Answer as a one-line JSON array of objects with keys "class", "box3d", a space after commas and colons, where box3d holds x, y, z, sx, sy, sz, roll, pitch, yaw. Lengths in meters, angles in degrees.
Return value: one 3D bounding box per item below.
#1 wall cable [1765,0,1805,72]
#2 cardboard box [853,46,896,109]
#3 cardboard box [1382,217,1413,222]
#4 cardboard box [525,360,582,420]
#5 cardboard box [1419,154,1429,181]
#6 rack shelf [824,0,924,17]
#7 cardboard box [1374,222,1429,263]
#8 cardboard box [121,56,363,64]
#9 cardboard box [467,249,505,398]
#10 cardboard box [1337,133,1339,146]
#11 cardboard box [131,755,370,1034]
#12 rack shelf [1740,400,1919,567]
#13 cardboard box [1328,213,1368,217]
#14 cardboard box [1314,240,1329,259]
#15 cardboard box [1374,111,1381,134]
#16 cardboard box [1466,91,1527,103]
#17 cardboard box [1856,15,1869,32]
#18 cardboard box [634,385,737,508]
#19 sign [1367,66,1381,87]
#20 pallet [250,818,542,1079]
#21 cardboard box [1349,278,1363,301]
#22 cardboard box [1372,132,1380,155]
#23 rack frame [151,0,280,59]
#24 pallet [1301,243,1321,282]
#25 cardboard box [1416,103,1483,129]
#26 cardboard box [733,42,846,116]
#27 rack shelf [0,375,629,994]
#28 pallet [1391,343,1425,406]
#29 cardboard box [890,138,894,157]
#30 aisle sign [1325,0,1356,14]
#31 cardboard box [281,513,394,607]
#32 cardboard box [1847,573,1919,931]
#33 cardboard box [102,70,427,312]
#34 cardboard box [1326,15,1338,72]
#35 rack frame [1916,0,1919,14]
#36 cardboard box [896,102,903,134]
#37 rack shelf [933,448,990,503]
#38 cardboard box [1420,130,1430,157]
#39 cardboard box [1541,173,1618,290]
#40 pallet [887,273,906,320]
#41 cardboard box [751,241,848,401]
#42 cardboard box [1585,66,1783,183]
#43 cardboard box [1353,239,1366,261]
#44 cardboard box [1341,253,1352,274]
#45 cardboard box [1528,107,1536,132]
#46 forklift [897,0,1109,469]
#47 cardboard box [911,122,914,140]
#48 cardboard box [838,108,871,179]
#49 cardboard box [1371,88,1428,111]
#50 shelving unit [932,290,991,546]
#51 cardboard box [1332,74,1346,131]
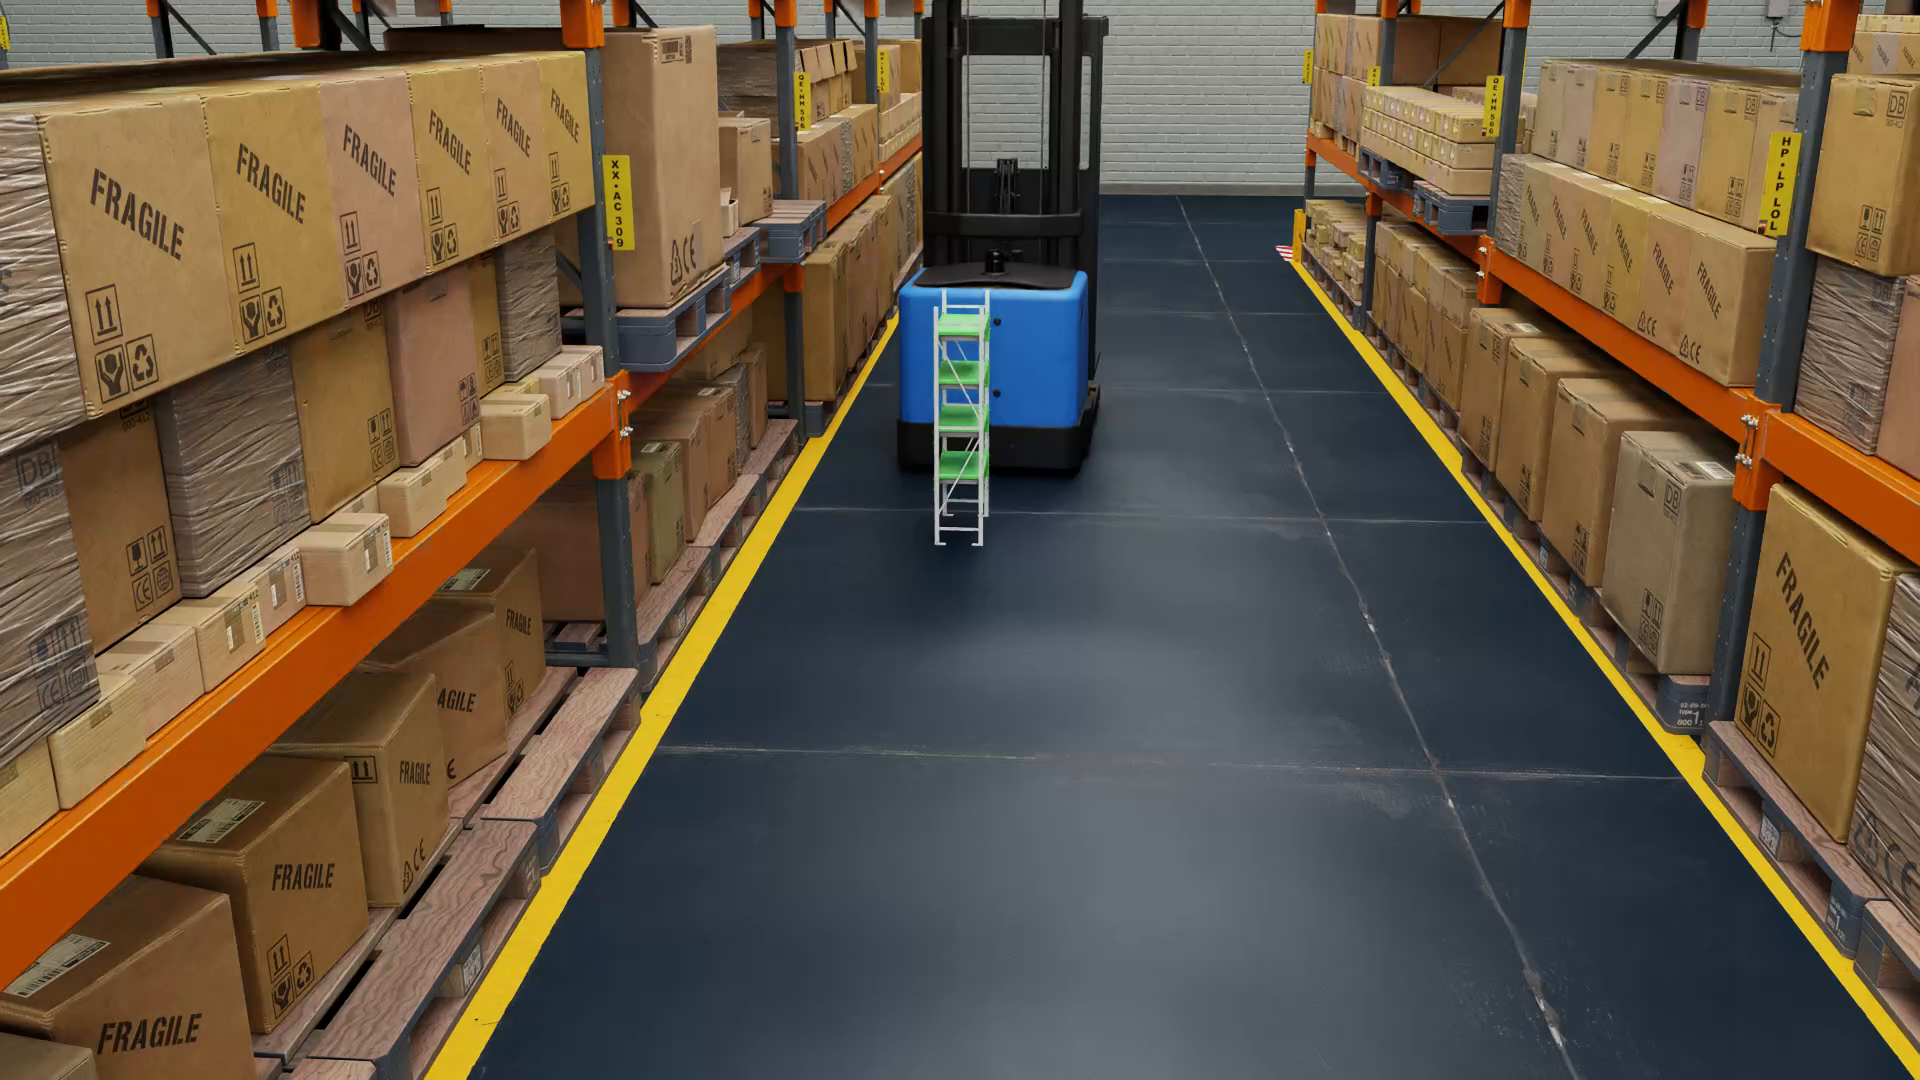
[{"class": "wall cable", "box3d": [10.805, -6.487, 21.770, 0.588, 1.984, 0.122, 1, 18, 4]}, {"class": "cardboard box", "box3d": [-0.831, -3.981, 14.315, 0.500, 0.500, 0.500, 1, 18, 4]}, {"class": "cardboard box", "box3d": [4.136, -2.914, 15.446, 0.380, 0.149, 0.250, 1, 18, 2]}, {"class": "cardboard box", "box3d": [-1.486, -0.504, 5.548, 0.380, 0.149, 0.250, 1, 18, 4]}, {"class": "cardboard box", "box3d": [3.126, -2.353, 10.514, 0.380, 0.149, 0.250, 1, 18, 3]}, {"class": "rack shelf", "box3d": [-1.020, -4.964, 15.092, 1.077, 0.370, 4.000, 1, 18, 4]}, {"class": "cardboard box", "box3d": [3.460, -2.261, 12.643, 0.500, 0.250, 0.500, 0, 18, 1]}, {"class": "cardboard box", "box3d": [-2.057, -1.149, 4.868, 0.500, 0.500, 0.500, 1, 18, 4]}, {"class": "cardboard box", "box3d": [-1.902, -0.670, 5.013, 0.875, 0.500, 0.500, 1, 18, 4]}, {"class": "cardboard box", "box3d": [3.652, -3.661, 15.182, 0.380, 0.149, 0.250, 2, 18, 6]}, {"class": "cardboard box", "box3d": [-1.889, 0.882, 4.253, 0.500, 0.500, 0.500, 3, 18, 9]}, {"class": "rack shelf", "box3d": [3.060, 0.331, 3.752, 1.077, 0.370, 4.000, 1, 18, 4]}, {"class": "cardboard box", "box3d": [3.677, -3.003, 15.719, 0.380, 0.149, 0.250, 2, 18, 6]}, {"class": "cardboard box", "box3d": [3.631, -2.811, 16.089, 0.380, 0.149, 0.250, 2, 18, 5]}, {"class": "cardboard box", "box3d": [3.255, -3.066, 12.213, 0.380, 0.149, 0.250, 2, 18, 5]}, {"class": "cardboard box", "box3d": [3.904, -3.187, 12.106, 0.380, 0.149, 0.250, 1, 18, 2]}, {"class": "cardboard box", "box3d": [8.626, -4.846, 15.586, 0.380, 0.149, 0.250, 2, 18, 6]}, {"class": "cardboard box", "box3d": [-1.539, -0.481, 8.380, 0.700, 0.500, 0.500, 3, 18, 9]}, {"class": "sign", "box3d": [3.235, -3.538, 13.013, 0.100, 0.325, 0.005, 1, 18, 4]}, {"class": "pallet", "box3d": [-1.834, 1.140, 4.605, 1.003, 0.211, 1.213, 1, 18, 4]}, {"class": "cardboard box", "box3d": [3.465, -2.091, 13.891, 0.380, 0.149, 0.250, 2, 18, 5]}, {"class": "cardboard box", "box3d": [3.254, -2.921, 12.250, 0.380, 0.149, 0.250, 1, 18, 4]}, {"class": "rack frame", "box3d": [-6.103, -3.370, 13.889, 1.000, 3.000, 0.127, 1, 18, 4]}, {"class": "pallet", "box3d": [3.965, -2.759, 16.504, 1.003, 0.211, 1.213, 1, 18, 4]}, {"class": "cardboard box", "box3d": [3.146, -2.717, 10.671, 0.380, 0.149, 0.250, 1, 18, 4]}, {"class": "cardboard box", "box3d": [-1.261, -3.372, 12.124, 0.797, 0.503, 0.637, 1, 18, 5]}, {"class": "rack shelf", "box3d": [-1.880, 0.189, 4.185, 1.077, 0.370, 4.000, 1, 18, 4]}, {"class": "pallet", "box3d": [3.638, -1.170, 11.655, 1.003, 0.211, 1.213, 1, 18, 4]}, {"class": "cardboard box", "box3d": [-0.773, -3.387, 14.347, 0.380, 0.149, 0.250, 2, 18, 6]}, {"class": "aisle sign", "box3d": [3.770, -5.624, 16.594, 0.394, 0.787, 0.004, 1, 18, 4]}, {"class": "cardboard box", "box3d": [-1.561, 0.040, 3.886, 0.380, 0.149, 0.250, 1, 18, 4]}, {"class": "cardboard box", "box3d": [3.028, 0.652, 4.355, 0.875, 0.875, 0.875, 1, 18, 4]}, {"class": "cardboard box", "box3d": [-1.605, -0.827, 3.885, 0.500, 0.500, 0.500, 1, 18, 4]}, {"class": "cardboard box", "box3d": [3.677, -4.572, 15.314, 0.500, 0.500, 0.500, 1, 18, 3]}, {"class": "rack frame", "box3d": [9.008, -4.280, 16.668, 1.000, 3.000, 0.127, 1, 18, 4]}, {"class": "cardboard box", "box3d": [-0.796, -3.784, 14.919, 0.500, 0.250, 0.500, 2, 18, 5]}, {"class": "rack shelf", "box3d": [0.012, -0.333, 8.488, 0.258, 0.148, 0.480, 1, 18, 4]}, {"class": "cardboard box", "box3d": [3.123, -2.502, 10.493, 0.380, 0.149, 0.250, 1, 18, 4]}, {"class": "cardboard box", "box3d": [3.118, -1.474, 7.944, 0.500, 0.500, 0.500, 1, 18, 4]}, {"class": "pallet", "box3d": [-1.031, -2.168, 14.701, 1.003, 0.211, 1.213, 1, 18, 4]}, {"class": "cardboard box", "box3d": [-1.380, -1.420, 10.678, 1.225, 0.875, 0.875, 0, 18, 1]}, {"class": "cardboard box", "box3d": [3.378, -1.942, 7.765, 0.700, 0.500, 0.500, 1, 18, 3]}, {"class": "cardboard box", "box3d": [3.521, -2.441, 14.004, 0.380, 0.149, 0.250, 2, 18, 5]}, {"class": "cardboard box", "box3d": [3.491, -2.376, 14.283, 0.380, 0.149, 0.250, 1, 18, 2]}, {"class": "cardboard box", "box3d": [3.775, -2.619, 10.371, 0.380, 0.149, 0.250, 1, 18, 2]}, {"class": "forklift", "box3d": [0.344, -2.210, 10.461, 1.130, 2.935, 3.031, 2, 18, 7]}, {"class": "cardboard box", "box3d": [-0.645, -3.947, 16.054, 0.380, 0.149, 0.250, 1, 18, 3]}, {"class": "cardboard box", "box3d": [-0.967, -3.002, 12.606, 0.500, 0.500, 0.500, 2, 18, 6]}, {"class": "cardboard box", "box3d": [3.276, -3.281, 12.392, 0.380, 0.149, 0.250, 2, 18, 5]}, {"class": "shelving unit", "box3d": [0.012, -0.622, 8.393, 0.258, 1.200, 0.503, 1, 18, 4]}, {"class": "cardboard box", "box3d": [3.665, -3.938, 14.985, 0.500, 0.500, 0.500, 1, 18, 2]}]
